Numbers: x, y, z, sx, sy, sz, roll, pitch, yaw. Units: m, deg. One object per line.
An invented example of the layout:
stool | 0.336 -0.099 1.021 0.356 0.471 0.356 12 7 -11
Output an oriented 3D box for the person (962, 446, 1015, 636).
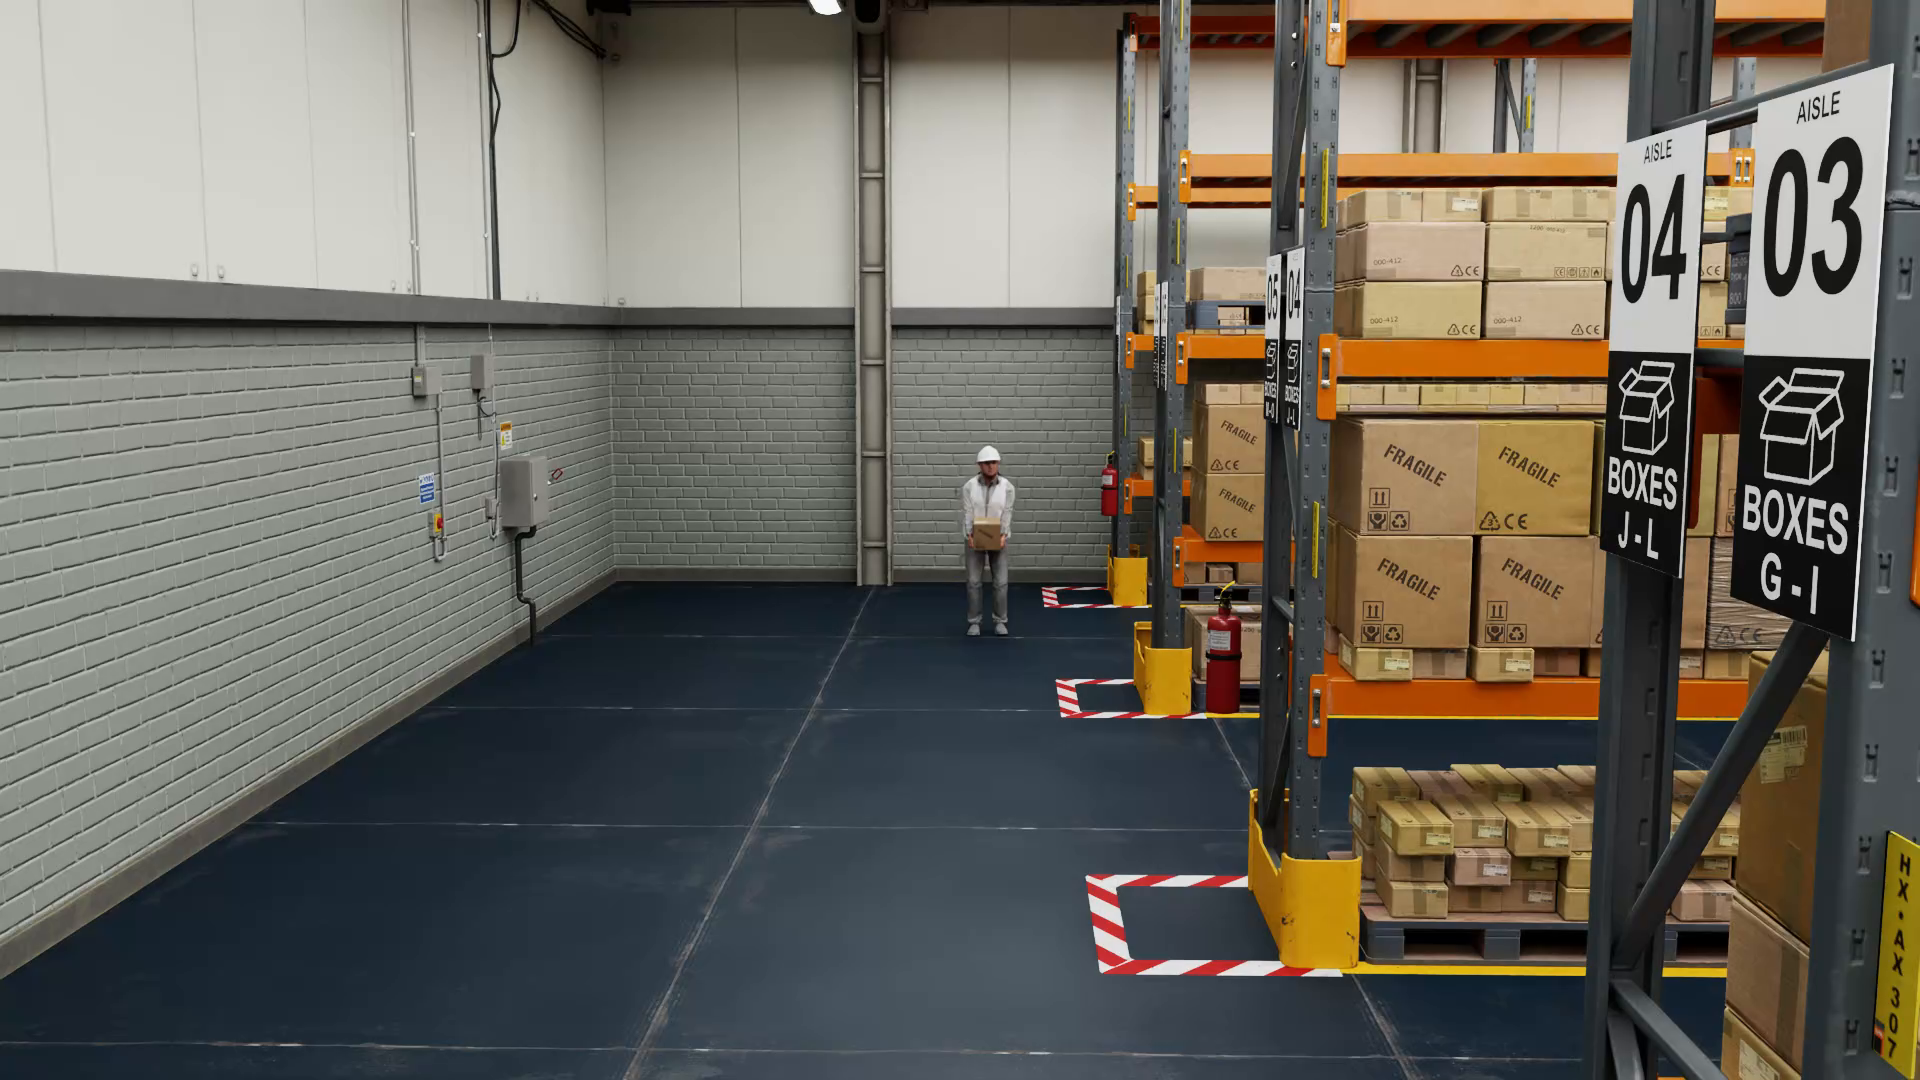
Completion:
person | 0.268 0.013 15.583 0.494 1.772 0.558 0 7 0
